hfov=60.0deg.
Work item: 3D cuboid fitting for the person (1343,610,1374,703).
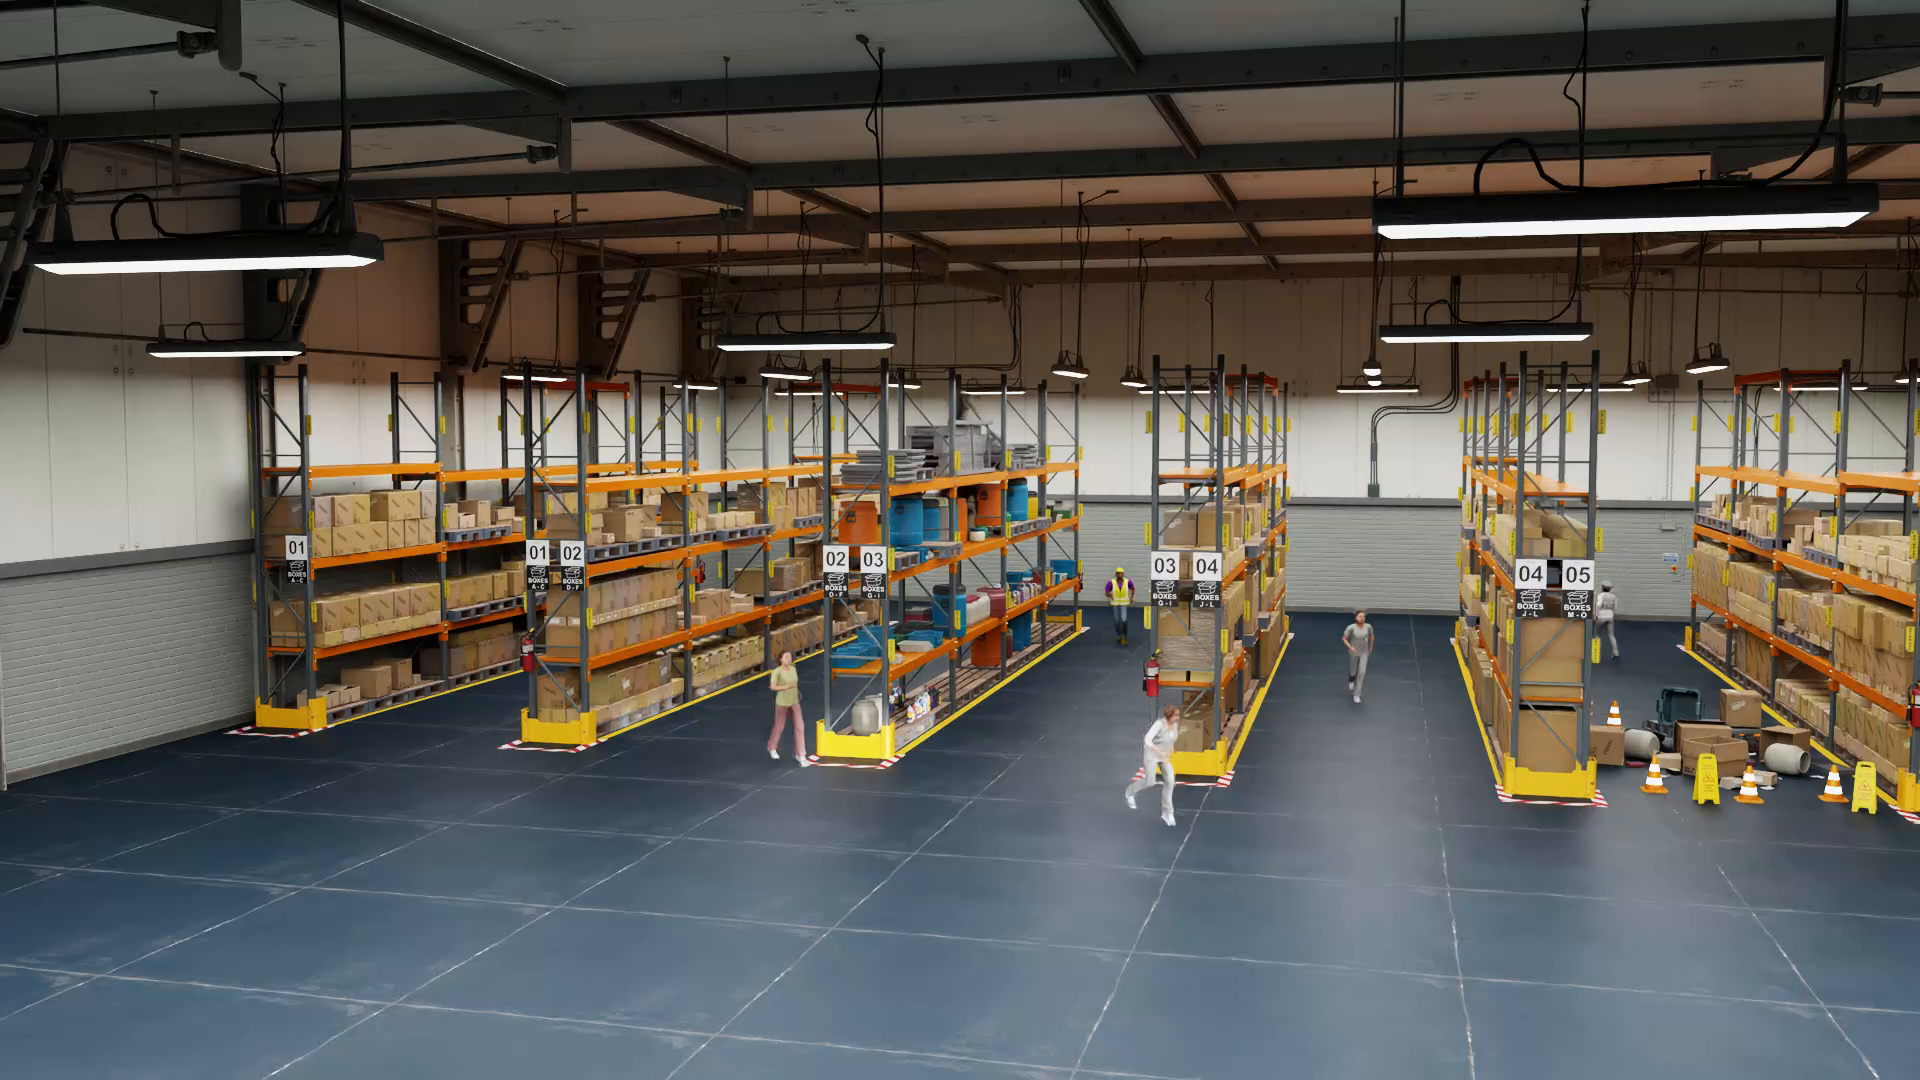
[{"bbox_3d":[7.282,2.094,30.390,0.589,1.657,0.871,0,4,2],"label":"person"}]

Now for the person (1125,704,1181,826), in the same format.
[{"bbox_3d":[2.448,2.804,21.128,0.573,1.546,0.918,-3,5,-41],"label":"person"}]

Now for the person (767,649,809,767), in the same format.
[{"bbox_3d":[-2.565,2.454,24.561,0.572,1.698,0.882,-3,5,-35],"label":"person"}]

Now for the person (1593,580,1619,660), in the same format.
[{"bbox_3d":[13.626,1.721,35.136,0.592,1.734,0.855,0,4,-5],"label":"person"}]

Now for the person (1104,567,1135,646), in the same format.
[{"bbox_3d":[3.634,1.521,37.952,0.680,1.806,0.736,1,4,9],"label":"person"}]
